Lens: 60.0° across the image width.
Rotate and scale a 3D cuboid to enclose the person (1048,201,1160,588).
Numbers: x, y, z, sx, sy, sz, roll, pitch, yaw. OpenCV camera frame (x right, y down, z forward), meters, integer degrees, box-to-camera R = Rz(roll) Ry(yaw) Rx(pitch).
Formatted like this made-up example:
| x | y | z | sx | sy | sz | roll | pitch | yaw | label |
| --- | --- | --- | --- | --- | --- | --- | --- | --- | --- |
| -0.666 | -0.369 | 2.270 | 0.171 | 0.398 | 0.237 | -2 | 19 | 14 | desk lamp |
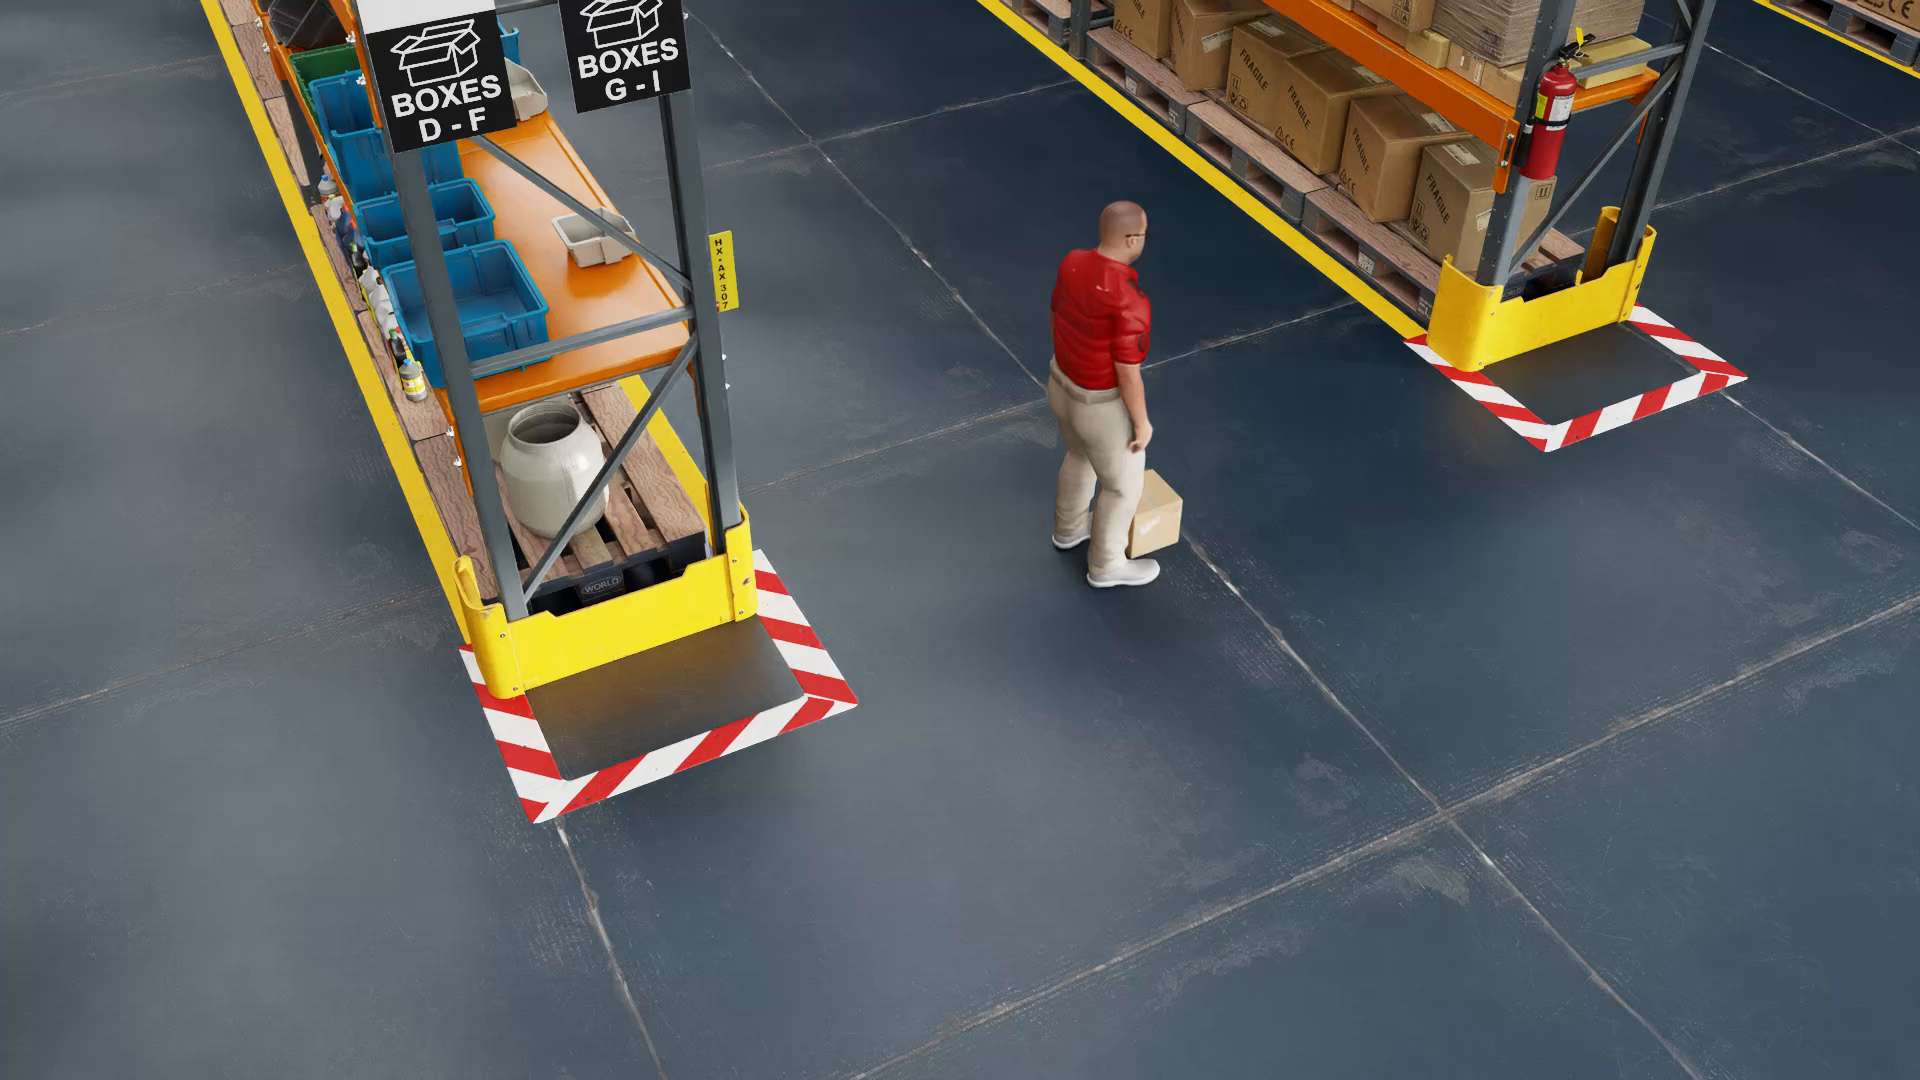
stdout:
| x | y | z | sx | sy | sz | roll | pitch | yaw | label |
| --- | --- | --- | --- | --- | --- | --- | --- | --- | --- |
| 0.590 | -0.595 | 6.854 | 0.400 | 1.725 | 0.593 | -21 | 45 | -22 | person |
